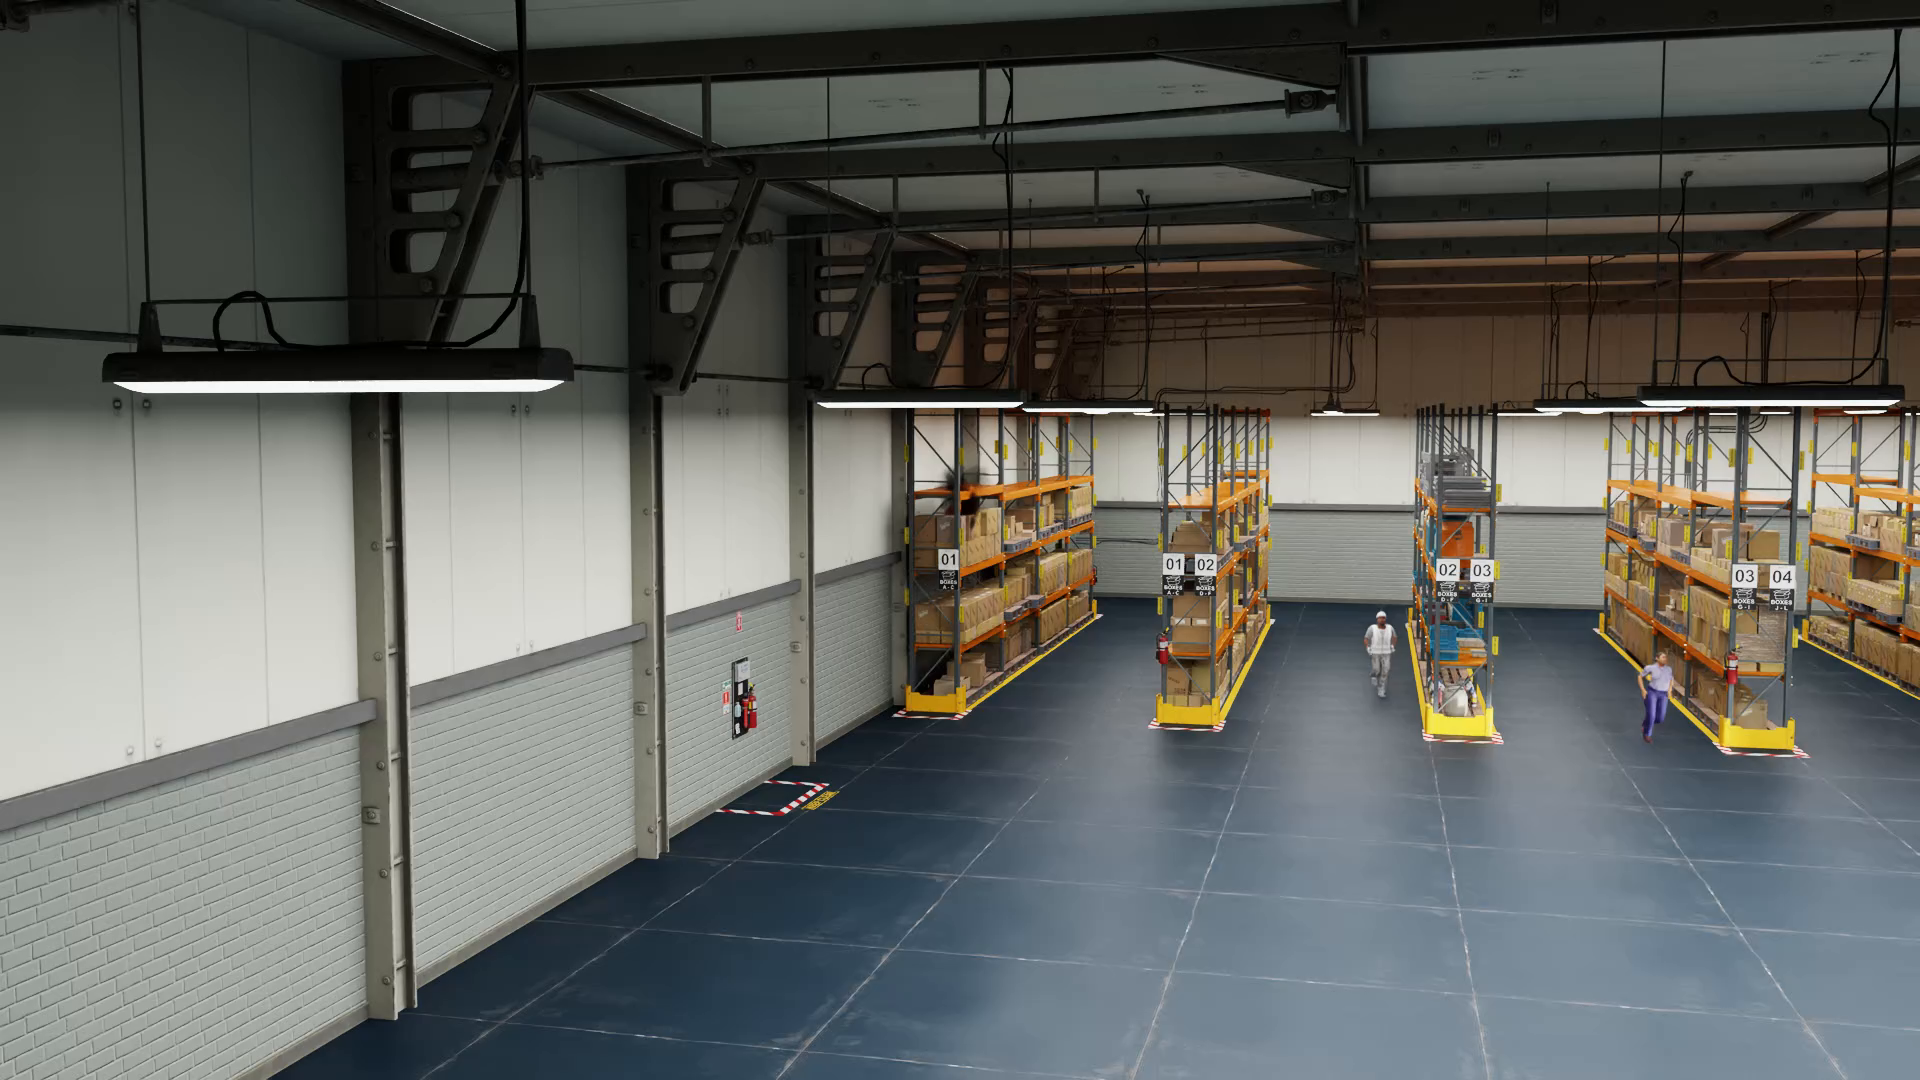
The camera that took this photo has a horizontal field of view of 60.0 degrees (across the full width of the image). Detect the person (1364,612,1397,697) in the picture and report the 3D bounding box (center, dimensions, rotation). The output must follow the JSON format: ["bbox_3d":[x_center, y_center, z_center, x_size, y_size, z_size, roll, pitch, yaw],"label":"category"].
[{"bbox_3d":[8.722,2.350,34.452,0.683,1.743,0.688,0,4,4],"label":"person"}]

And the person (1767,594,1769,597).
[{"bbox_3d":[21.766,1.631,44.198,0.918,1.786,0.713,-1,4,-10],"label":"person"}]

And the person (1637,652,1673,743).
[{"bbox_3d":[12.405,2.786,29.650,0.649,1.607,0.597,0,4,-3],"label":"person"}]
